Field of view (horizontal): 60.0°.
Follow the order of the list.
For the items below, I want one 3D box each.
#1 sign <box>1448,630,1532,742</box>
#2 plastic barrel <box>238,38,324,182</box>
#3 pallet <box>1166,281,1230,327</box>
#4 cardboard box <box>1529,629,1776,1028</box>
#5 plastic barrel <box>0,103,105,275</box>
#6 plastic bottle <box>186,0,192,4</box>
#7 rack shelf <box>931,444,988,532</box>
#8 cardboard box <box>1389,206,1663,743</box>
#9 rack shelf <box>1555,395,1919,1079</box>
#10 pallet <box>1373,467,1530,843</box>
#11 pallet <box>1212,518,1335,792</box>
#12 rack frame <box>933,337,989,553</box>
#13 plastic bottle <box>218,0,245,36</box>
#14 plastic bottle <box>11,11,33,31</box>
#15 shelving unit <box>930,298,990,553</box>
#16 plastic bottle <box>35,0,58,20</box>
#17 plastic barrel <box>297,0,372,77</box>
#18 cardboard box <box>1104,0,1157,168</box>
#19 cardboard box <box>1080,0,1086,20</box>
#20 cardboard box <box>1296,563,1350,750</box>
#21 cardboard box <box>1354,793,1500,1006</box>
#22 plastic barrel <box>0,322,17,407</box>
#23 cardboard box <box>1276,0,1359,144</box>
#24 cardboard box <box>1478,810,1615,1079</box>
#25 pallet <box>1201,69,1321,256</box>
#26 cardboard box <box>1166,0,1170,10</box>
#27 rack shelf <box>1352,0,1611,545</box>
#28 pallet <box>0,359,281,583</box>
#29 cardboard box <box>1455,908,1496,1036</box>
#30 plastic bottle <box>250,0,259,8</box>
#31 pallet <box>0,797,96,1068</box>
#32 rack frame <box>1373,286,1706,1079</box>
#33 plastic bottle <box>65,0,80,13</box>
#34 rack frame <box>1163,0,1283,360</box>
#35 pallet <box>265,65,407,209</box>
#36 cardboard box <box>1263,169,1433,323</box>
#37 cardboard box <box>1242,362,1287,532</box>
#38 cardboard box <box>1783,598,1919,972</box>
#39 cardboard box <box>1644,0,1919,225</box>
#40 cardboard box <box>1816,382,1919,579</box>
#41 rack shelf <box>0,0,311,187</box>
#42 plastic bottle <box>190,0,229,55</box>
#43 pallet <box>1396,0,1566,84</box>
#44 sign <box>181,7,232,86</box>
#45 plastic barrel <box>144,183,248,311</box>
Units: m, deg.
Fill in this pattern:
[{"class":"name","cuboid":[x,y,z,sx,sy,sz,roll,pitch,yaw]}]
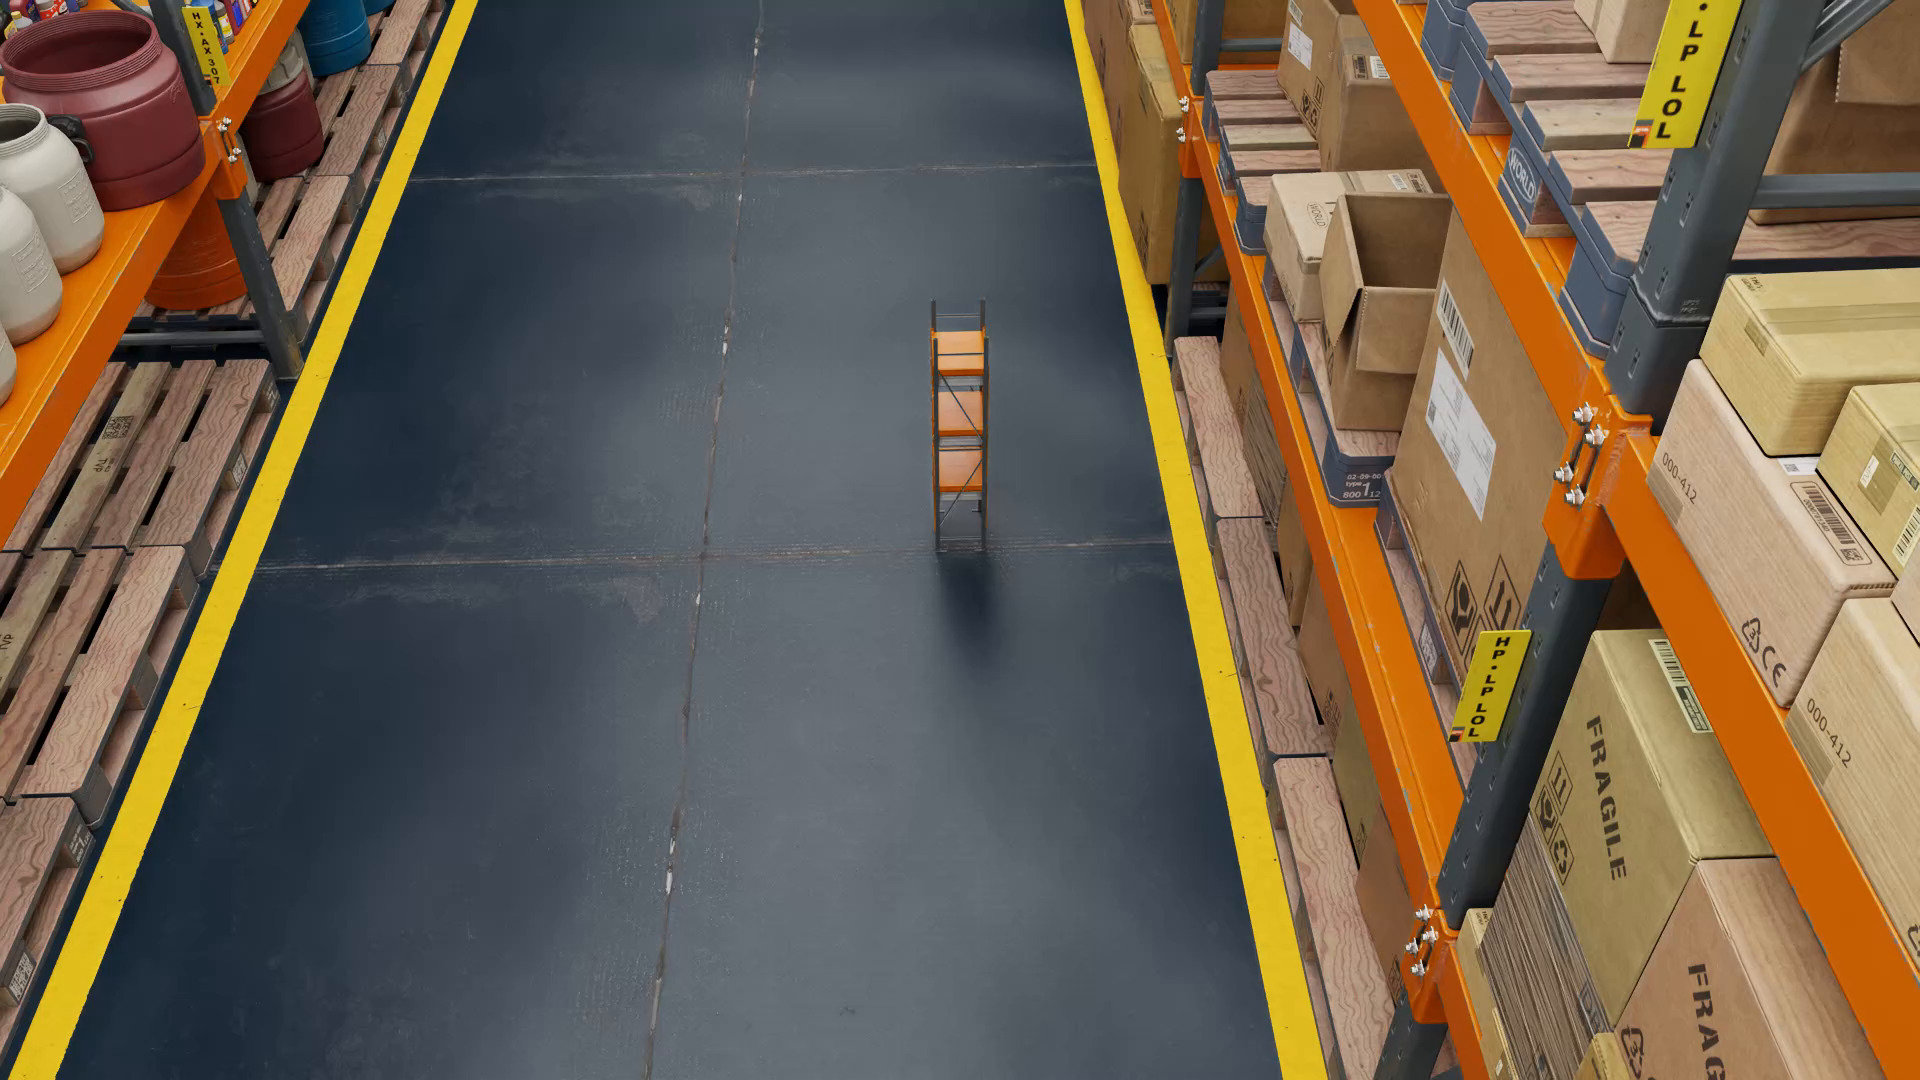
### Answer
[{"class":"sign","cuboid":[1.064,0.298,3.348,0.100,0.325,0.005,-2,43,-2]},{"class":"plastic barrel","cuboid":[-3.586,-2.210,8.415,0.600,0.588,0.708,-2,43,-2]},{"class":"pallet","cuboid":[1.490,-1.500,8.231,1.003,0.211,1.213,-2,43,-2]},{"class":"cardboard box","cuboid":[1.383,0.502,2.948,0.500,0.500,0.500,-2,43,-2]},{"class":"plastic barrel","cuboid":[-3.243,-1.205,5.762,0.421,0.512,0.421,0,43,0]},{"class":"plastic bottle","cuboid":[-3.339,-2.376,7.270,0.097,0.201,0.097,0,43,0]},{"class":"rack shelf","cuboid":[-0.002,-0.210,6.630,0.215,0.259,0.240,-2,43,-2]},{"class":"cardboard box","cuboid":[1.724,-0.210,4.004,1.000,1.000,1.000,-1,43,-2]},{"class":"rack shelf","cuboid":[1.703,1.216,1.516,1.077,0.370,4.000,-2,43,-2]},{"class":"pallet","cuboid":[1.731,0.257,4.392,1.003,0.211,1.213,-2,43,-2]},{"class":"pallet","cuboid":[1.529,0.383,6.176,1.003,0.211,1.213,-2,43,-2]},{"class":"rack frame","cuboid":[0.003,-0.341,6.345,0.200,1.050,0.008,-2,43,-2]},{"class":"plastic bottle","cuboid":[-3.164,-2.333,7.162,0.061,0.283,0.133,-2,43,-2]},{"class":"plastic bottle","cuboid":[-3.930,-2.118,6.988,0.097,0.201,0.097,0,43,0]},{"class":"shelving unit","cuboid":[-0.002,-0.423,6.435,0.215,1.050,0.252,-2,43,-2]},{"class":"plastic bottle","cuboid":[-3.940,-2.274,7.158,0.097,0.201,0.097,0,43,0]},{"class":"plastic barrel","cuboid":[-3.634,-3.088,9.141,0.600,0.901,0.708,-2,43,-2]},{"class":"cardboard box","cuboid":[1.410,-2.434,8.447,1.225,0.875,0.875,-2,43,-2]},{"class":"cardboard box","cuboid":[1.326,-3.634,9.757,1.225,0.875,0.875,-2,43,-2]},{"class":"cardboard box","cuboid":[1.588,0.350,5.672,0.700,0.500,0.500,-5,43,-5]},{"class":"cardboard box","cuboid":[1.614,1.051,4.908,0.700,0.500,0.500,-5,43,-5]},{"class":"plastic barrel","cuboid":[-3.201,-0.641,5.129,0.433,0.535,0.433,0,43,0]},{"class":"cardboard box","cuboid":[1.511,-1.822,6.133,0.500,0.500,0.500,-6,43,-7]},{"class":"cardboard box","cuboid":[1.576,0.865,3.292,0.875,0.500,0.500,-2,43,-2]},{"class":"pallet","cuboid":[1.585,-1.445,6.249,1.213,0.211,1.003,-2,43,-2]},{"class":"cardboard box","cuboid":[1.165,-2.694,7.395,0.500,0.500,0.500,-2,43,-2]},{"class":"rack shelf","cuboid":[1.533,-1.484,4.462,1.077,0.370,4.000,-2,43,-2]},{"class":"pallet","cuboid":[-3.506,-0.300,6.921,1.003,0.211,1.213,-2,43,-2]},{"class":"cardboard box","cuboid":[1.327,0.953,3.677,0.380,0.149,0.250,-2,43,-2]},{"class":"plastic bottle","cuboid":[-3.175,-2.514,7.360,0.061,0.283,0.133,-2,43,-2]},{"class":"pallet","cuboid":[-3.402,1.347,5.124,1.003,0.211,1.213,-2,43,-2]},{"class":"rack frame","cuboid":[1.618,0.706,3.759,1.000,3.000,0.127,-2,43,-2]},{"class":"plastic bottle","cuboid":[-3.948,-2.431,7.277,0.097,0.271,0.097,0,43,0]},{"class":"rack frame","cuboid":[1.448,-1.994,6.705,1.000,3.000,0.127,-2,43,-2]},{"class":"pallet","cuboid":[-3.624,-2.177,8.968,1.003,0.211,1.213,-2,43,-2]},{"class":"cardboard box","cuboid":[1.290,-0.955,5.373,0.500,0.250,0.500,-3,43,-3]},{"class":"cardboard box","cuboid":[1.533,-0.409,6.500,0.700,0.500,0.500,-5,43,-5]},{"class":"cardboard box","cuboid":[1.409,0.324,2.068,0.500,0.250,0.500,-2,43,-2]},{"class":"cardboard box","cuboid":[1.697,-0.912,2.918,0.797,0.503,0.637,-4,43,-4]},{"class":"cardboard box","cuboid":[1.404,-0.085,2.219,0.380,0.149,0.250,-4,43,-4]},{"class":"rack shelf","cuboid":[-3.585,-2.937,8.267,1.077,0.370,4.000,-2,43,-2]},{"class":"plastic bottle","cuboid":[-3.173,-2.185,7.009,0.097,0.271,0.097,0,43,0]},{"class":"pallet","cuboid":[1.651,-1.450,4.031,1.213,0.211,1.003,-2,43,-2]},{"class":"sign","cuboid":[-2.951,-1.933,6.518,0.100,0.325,0.005,-2,43,-2]},{"class":"plastic barrel","cuboid":[-3.538,-1.536,7.502,0.600,0.830,0.708,-2,43,-2]}]
